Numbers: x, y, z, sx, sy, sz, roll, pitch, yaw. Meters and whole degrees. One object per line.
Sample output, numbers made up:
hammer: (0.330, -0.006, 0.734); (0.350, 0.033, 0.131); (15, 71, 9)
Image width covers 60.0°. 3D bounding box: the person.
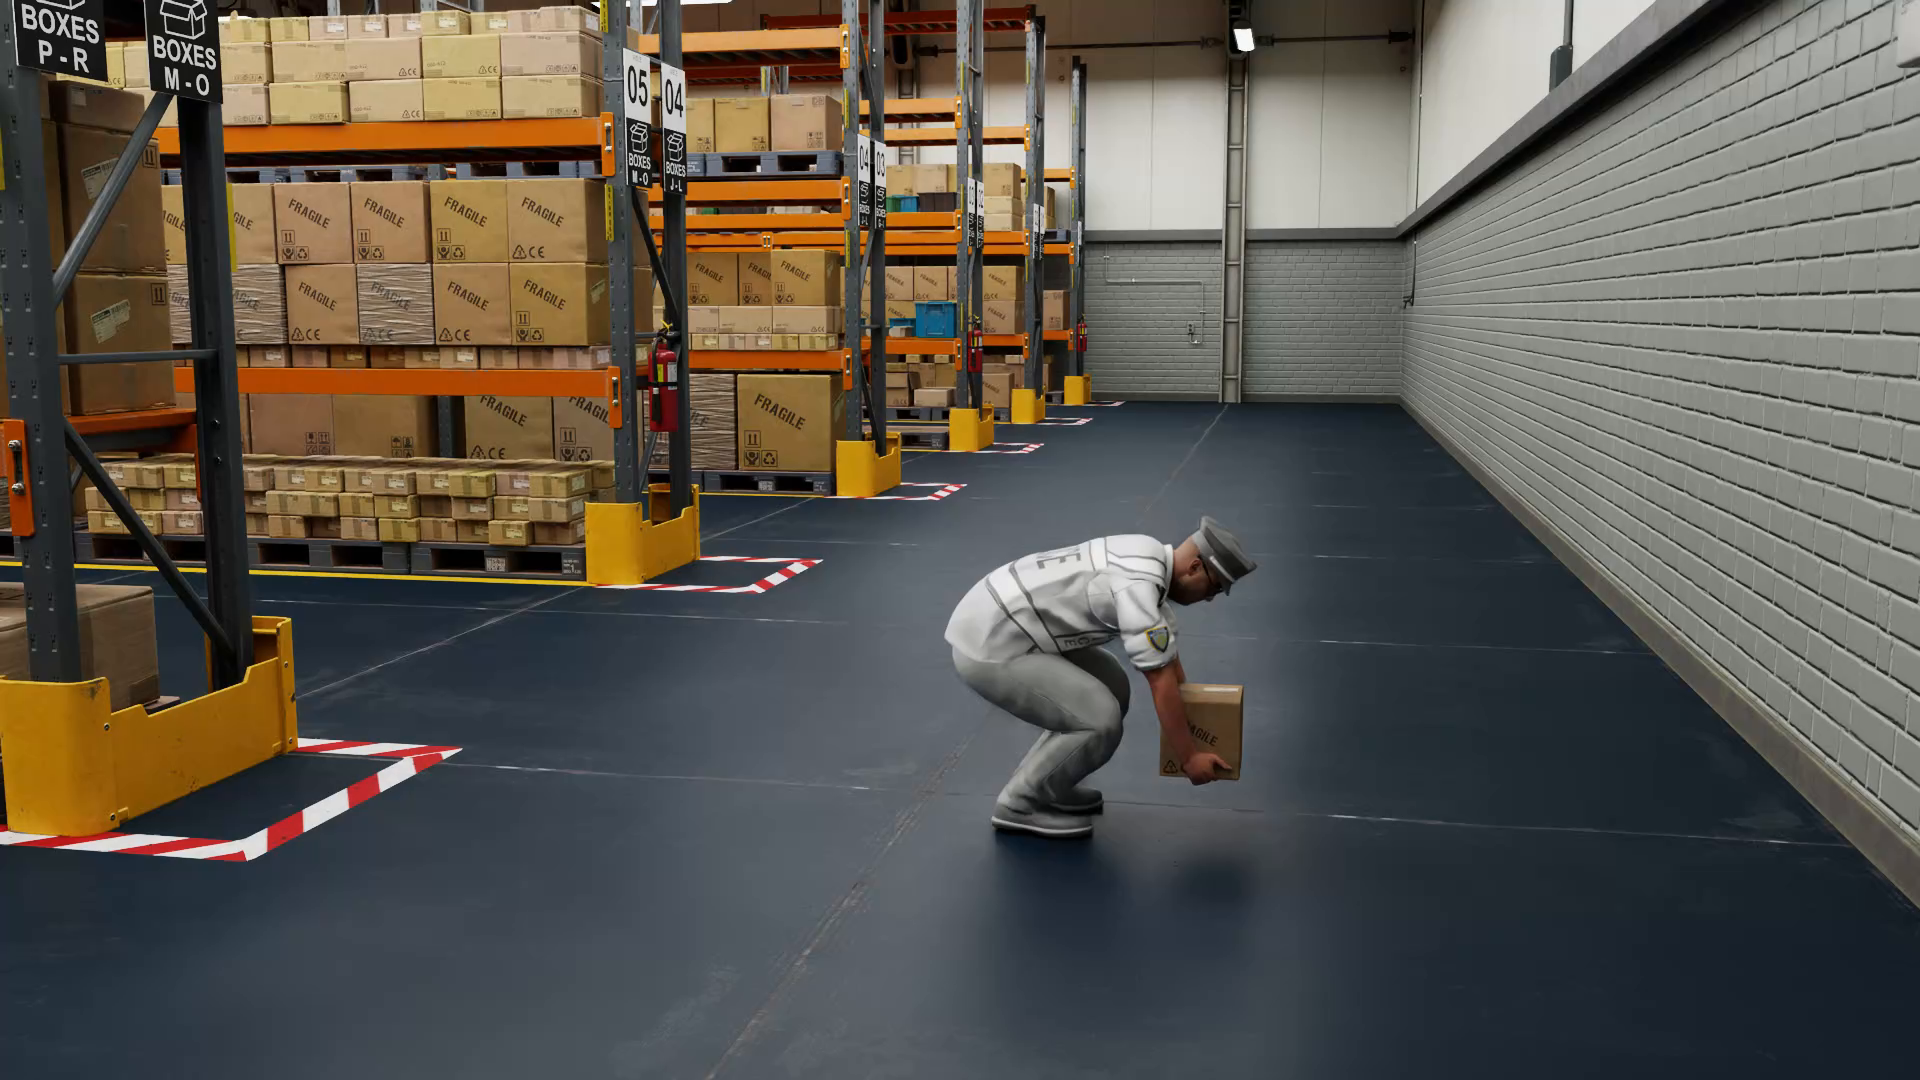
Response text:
person: (0.456, 0.425, 5.418); (0.996, 1.019, 0.494); (1, 8, 9)
